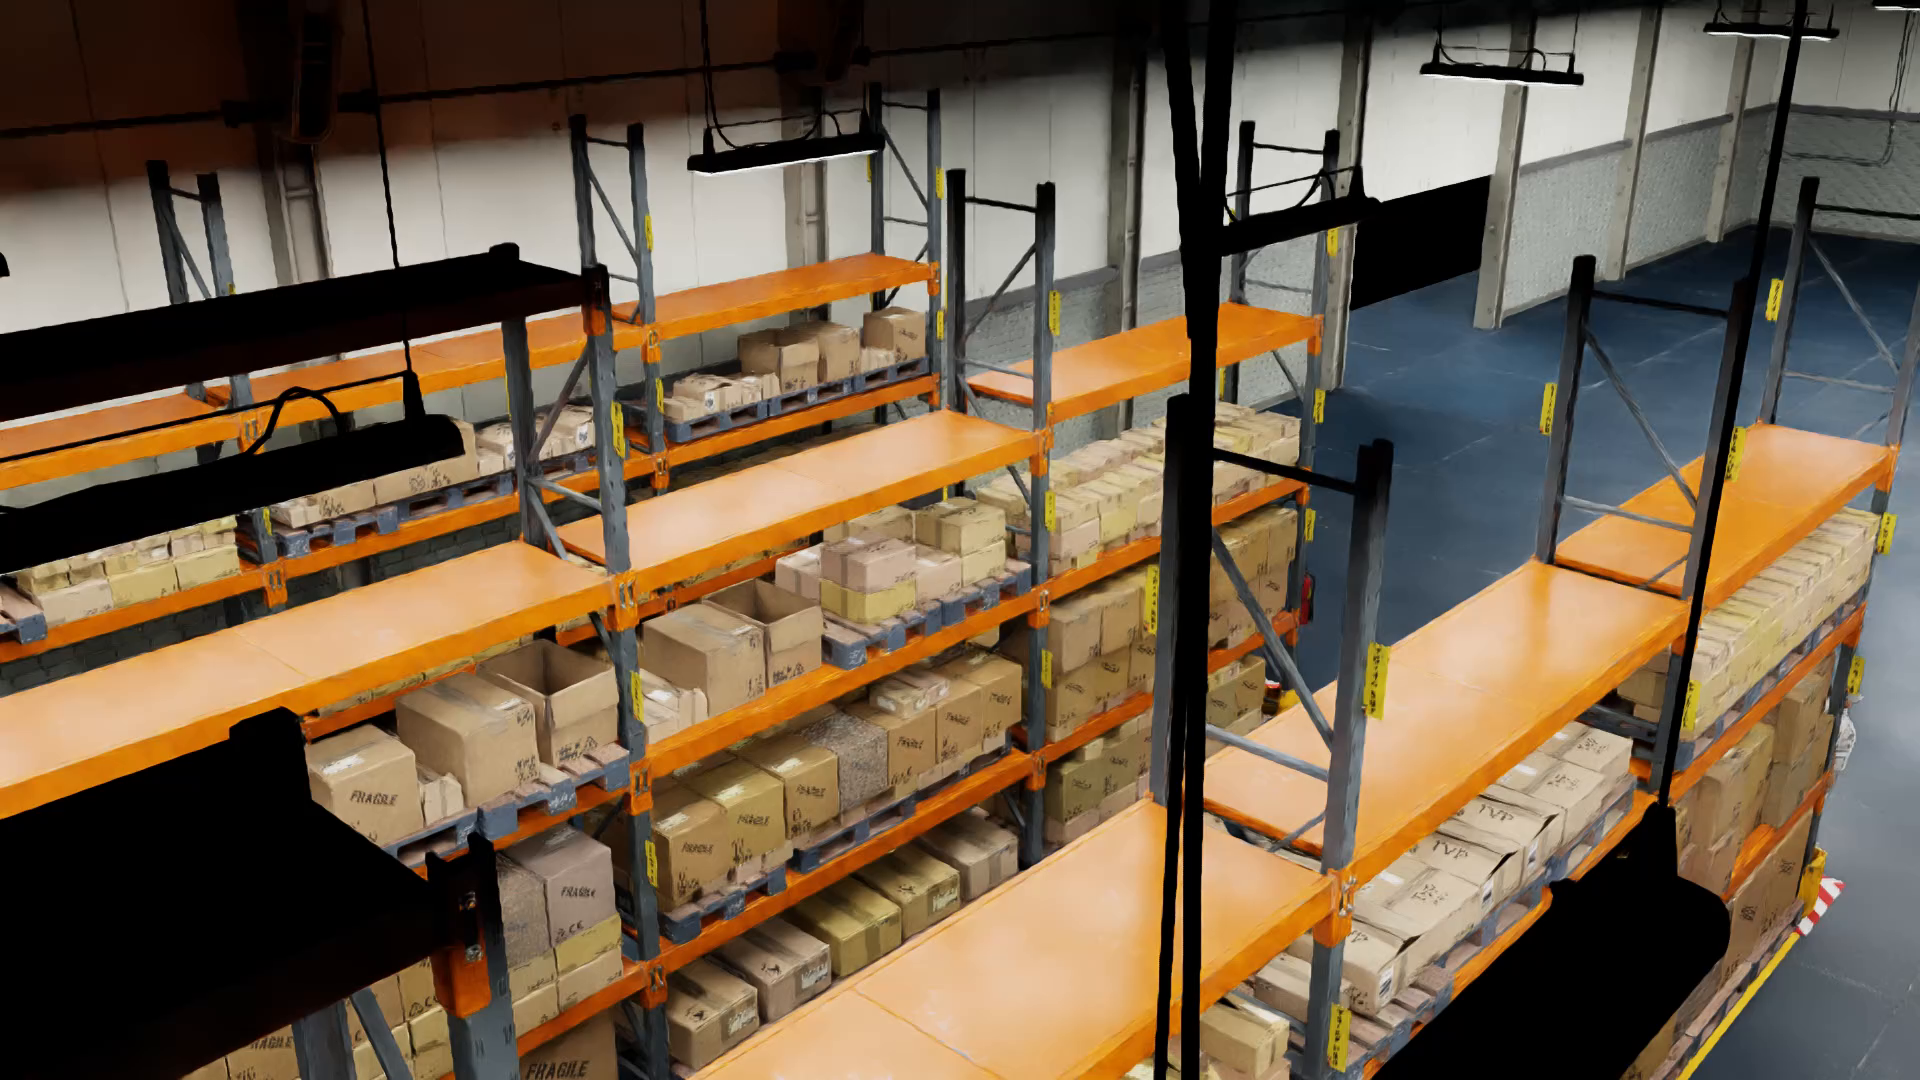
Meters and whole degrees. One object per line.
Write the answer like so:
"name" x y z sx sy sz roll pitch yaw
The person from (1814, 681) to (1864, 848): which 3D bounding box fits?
"person" 7.605 1.944 14.700 0.419 1.658 0.602 5 22 11
